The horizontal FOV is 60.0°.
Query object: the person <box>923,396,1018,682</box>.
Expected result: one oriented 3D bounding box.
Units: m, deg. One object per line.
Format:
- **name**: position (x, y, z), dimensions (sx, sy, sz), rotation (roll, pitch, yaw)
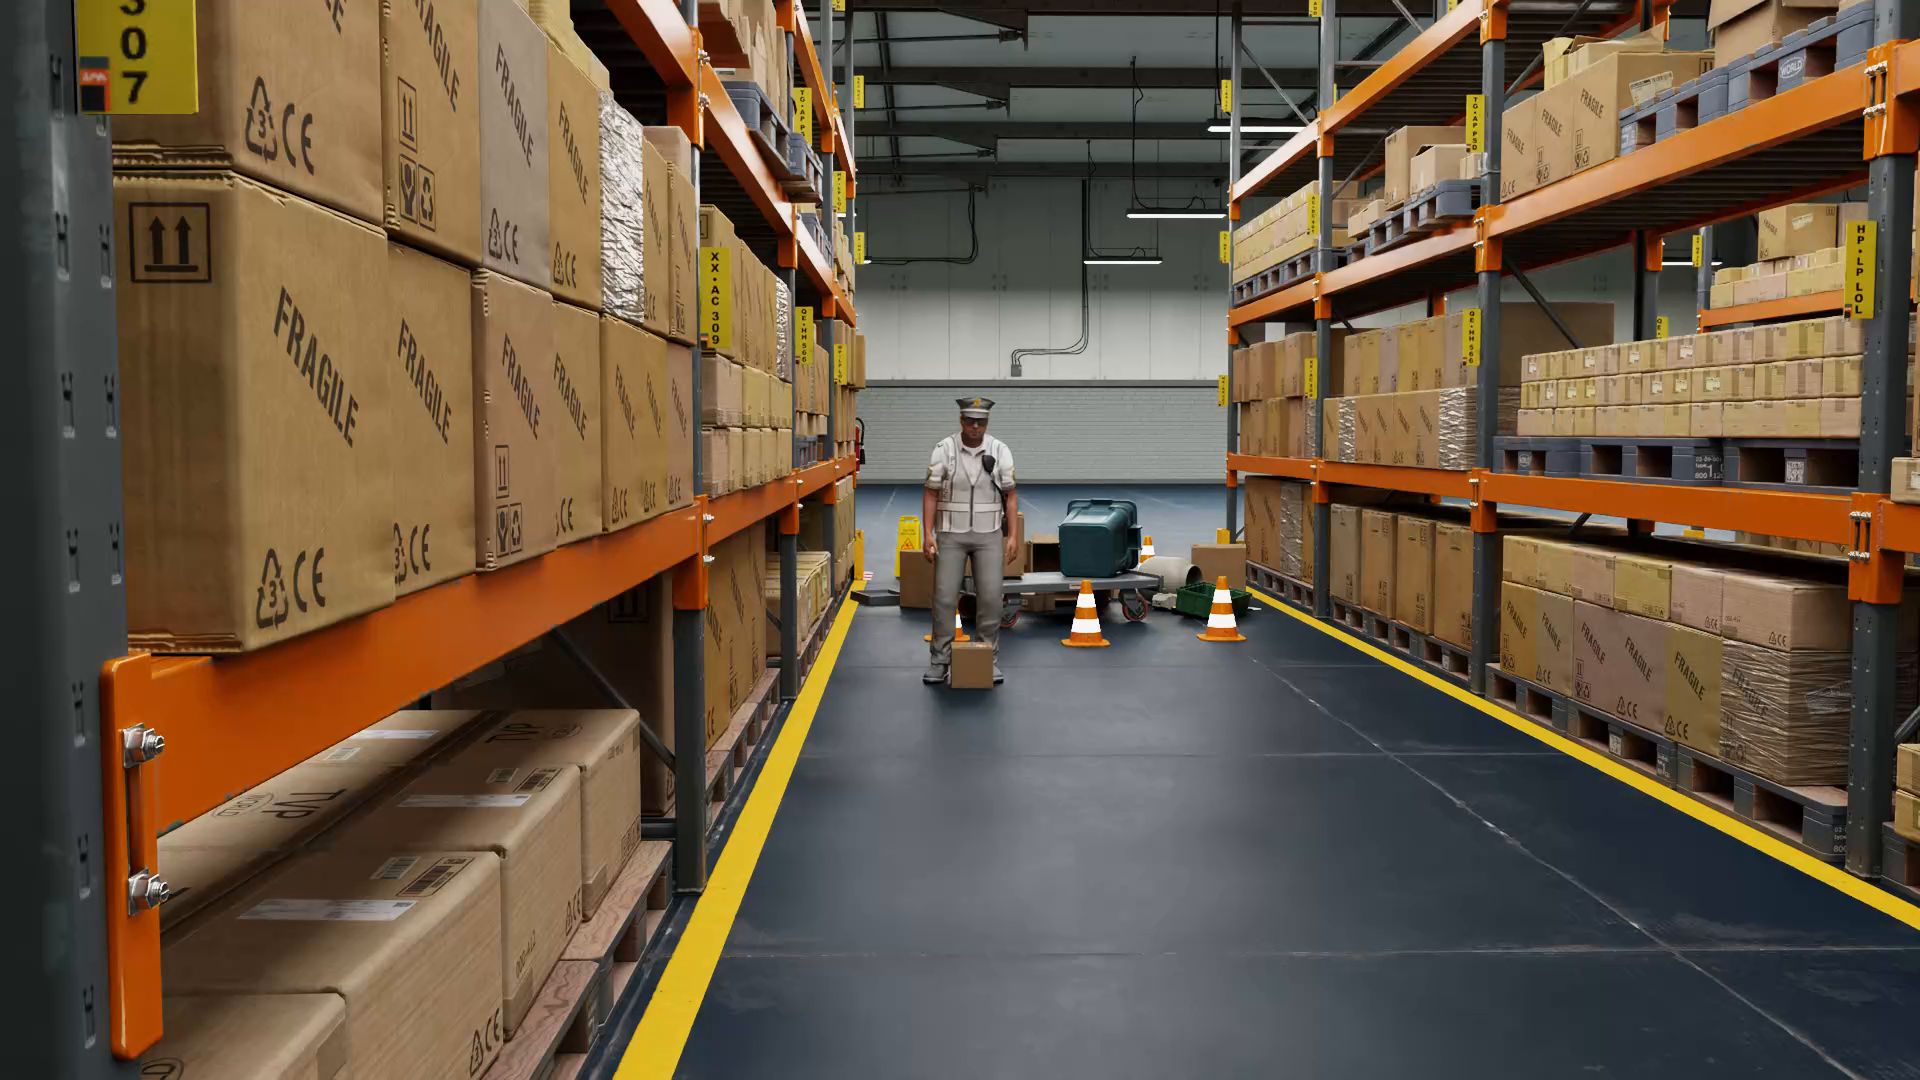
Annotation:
- **person**: position (0.062, -0.008, 10.294), dimensions (0.599, 1.748, 0.431), rotation (0, 4, -3)
